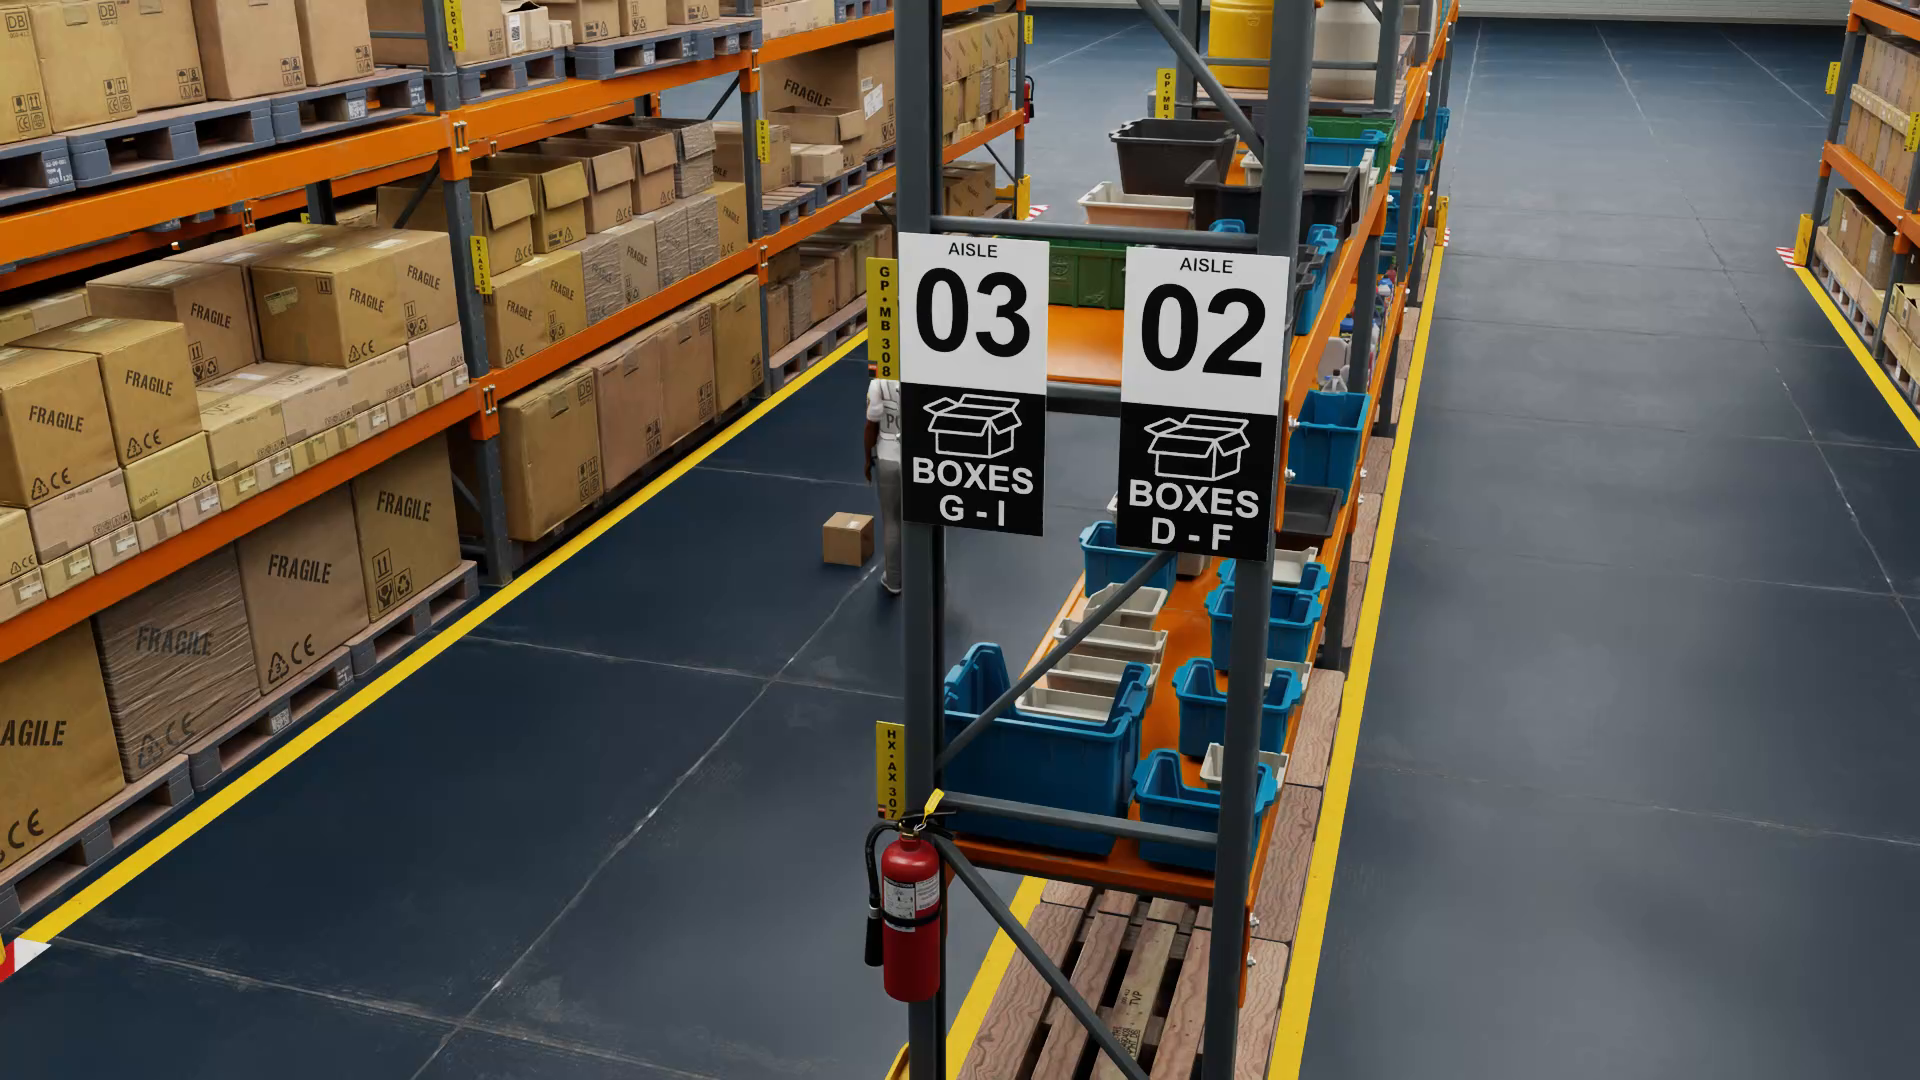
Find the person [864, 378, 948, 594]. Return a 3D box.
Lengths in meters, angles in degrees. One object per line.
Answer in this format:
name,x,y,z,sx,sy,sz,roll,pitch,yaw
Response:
person,-0.316,-0.472,9.672,0.492,1.699,0.447,-4,22,-10
